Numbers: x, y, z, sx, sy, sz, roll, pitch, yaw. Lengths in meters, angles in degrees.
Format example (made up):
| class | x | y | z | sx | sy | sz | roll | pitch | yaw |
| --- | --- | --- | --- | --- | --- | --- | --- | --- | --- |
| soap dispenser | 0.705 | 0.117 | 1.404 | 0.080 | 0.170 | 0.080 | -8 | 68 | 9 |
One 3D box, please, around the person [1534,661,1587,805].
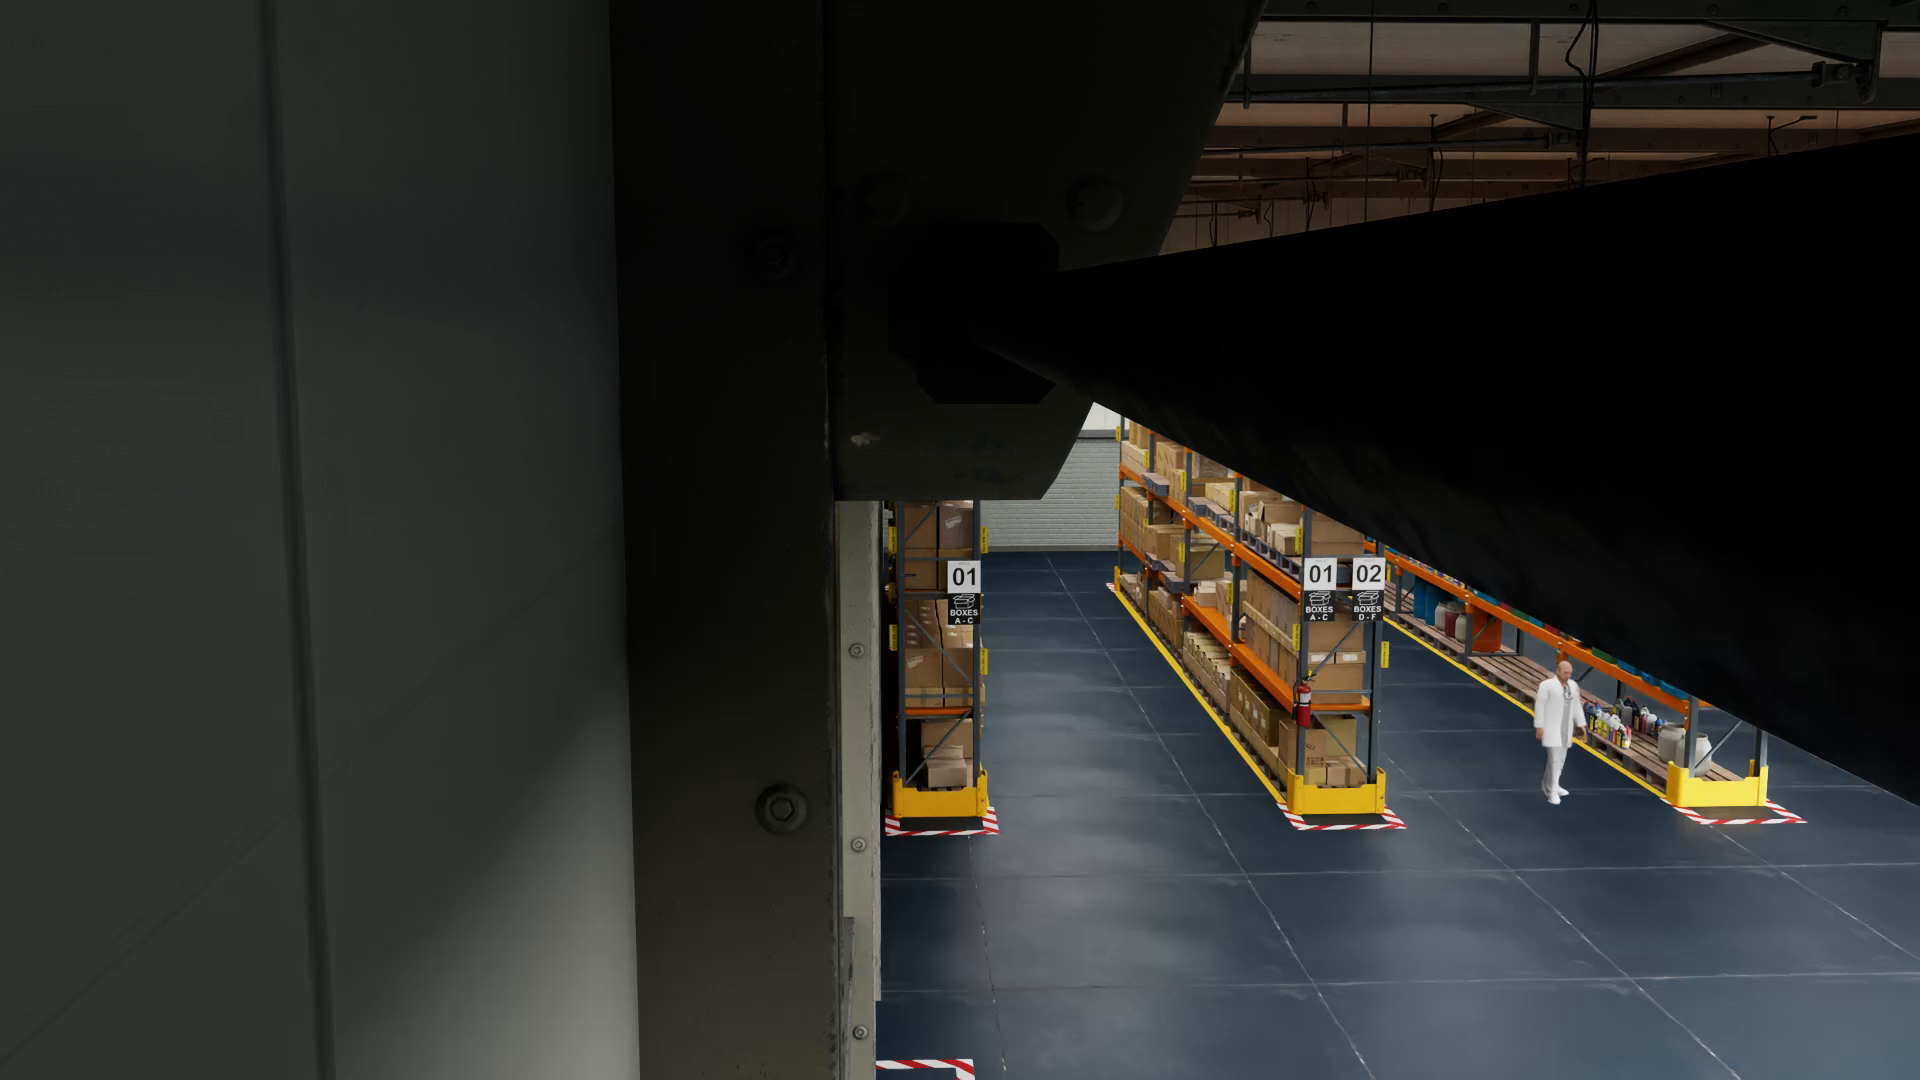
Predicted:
| class | x | y | z | sx | sy | sz | roll | pitch | yaw |
| --- | --- | --- | --- | --- | --- | --- | --- | --- | --- |
| person | 7.623 | 2.439 | 21.180 | 0.646 | 1.856 | 0.555 | -3 | 9 | -21 |
